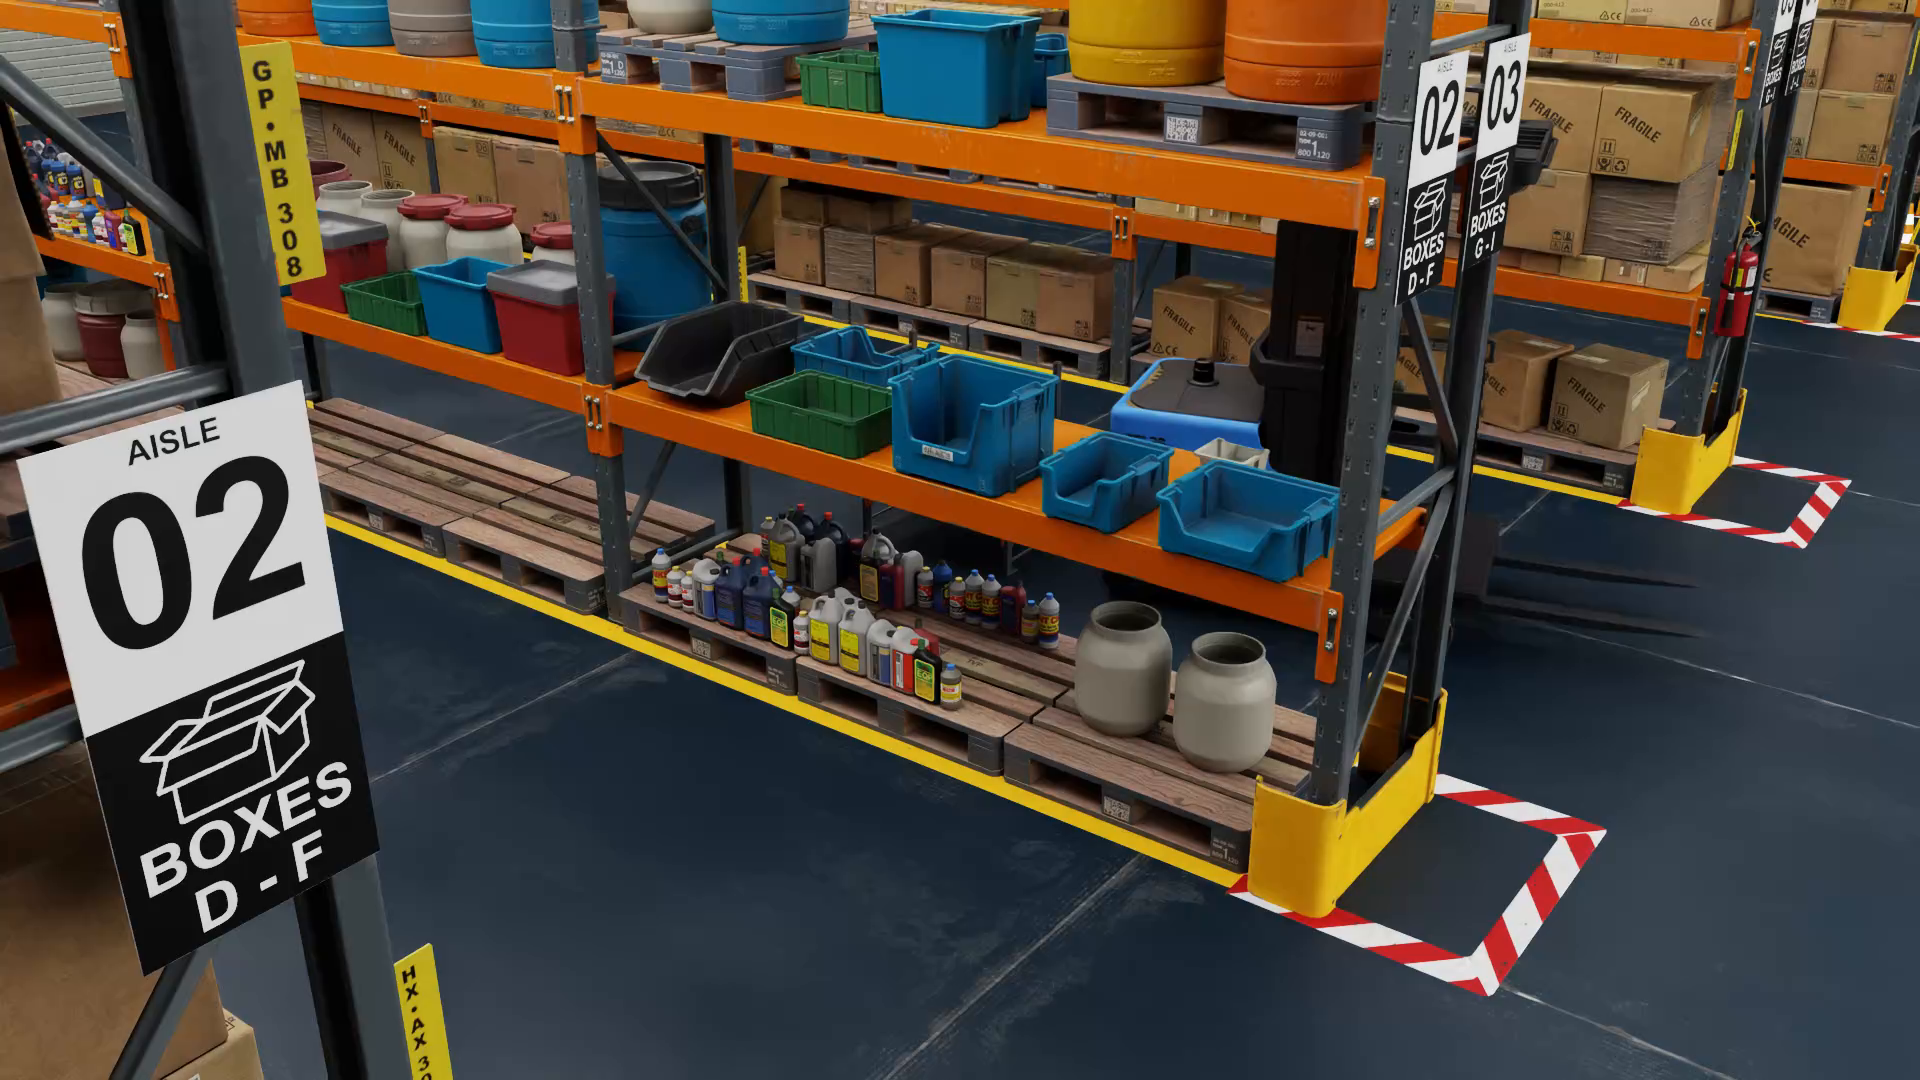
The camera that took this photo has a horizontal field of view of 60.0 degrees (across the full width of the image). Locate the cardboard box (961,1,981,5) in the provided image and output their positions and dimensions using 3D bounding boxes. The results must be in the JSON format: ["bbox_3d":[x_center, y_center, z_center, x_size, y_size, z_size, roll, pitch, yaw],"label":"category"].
[{"bbox_3d":[0.223,-6.012,18.728,0.250,0.149,0.380,18,30,36],"label":"cardboard box"}]

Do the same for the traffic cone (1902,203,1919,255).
[{"bbox_3d":[9.094,-3.008,16.003,0.334,0.463,0.336,17,29,33],"label":"traffic cone"}]

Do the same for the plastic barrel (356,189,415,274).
[{"bbox_3d":[-3.422,-1.830,10.044,0.421,0.512,0.421,0,24,0],"label":"plastic barrel"}]

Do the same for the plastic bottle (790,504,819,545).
[{"bbox_3d":[-0.821,-0.020,8.814,0.185,0.351,0.144,16,28,32],"label":"plastic bottle"}]

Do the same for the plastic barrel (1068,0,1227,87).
[{"bbox_3d":[0.703,-2.012,6.121,0.600,0.588,0.600,0,24,0],"label":"plastic barrel"}]

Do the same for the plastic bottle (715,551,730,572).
[{"bbox_3d":[-1.179,0.202,8.395,0.133,0.283,0.061,17,29,33],"label":"plastic bottle"}]

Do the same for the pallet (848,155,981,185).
[{"bbox_3d":[-0.131,-3.105,13.315,1.213,0.211,1.003,17,29,33],"label":"pallet"}]

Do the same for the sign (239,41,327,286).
[{"bbox_3d":[-0.945,-0.515,2.297,0.005,0.325,0.100,17,29,33],"label":"sign"}]

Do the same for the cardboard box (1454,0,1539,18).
[{"bbox_3d":[3.318,-3.309,10.006,0.500,0.250,0.500,18,29,34],"label":"cardboard box"}]

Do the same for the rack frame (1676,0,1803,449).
[{"bbox_3d":[4.662,-1.724,9.942,0.127,3.000,1.000,17,29,33],"label":"rack frame"}]

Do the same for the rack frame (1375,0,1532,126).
[{"bbox_3d":[1.692,-2.871,5.106,0.127,3.000,1.000,17,29,33],"label":"rack frame"}]

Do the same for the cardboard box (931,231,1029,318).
[{"bbox_3d":[0.165,-2.161,13.488,0.500,0.500,0.700,14,27,29],"label":"cardboard box"}]

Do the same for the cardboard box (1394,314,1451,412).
[{"bbox_3d":[3.184,-1.220,11.377,0.500,0.500,0.500,20,31,38],"label":"cardboard box"}]

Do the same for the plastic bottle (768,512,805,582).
[{"bbox_3d":[-0.907,0.027,8.708,0.185,0.351,0.144,17,29,33],"label":"plastic bottle"}]

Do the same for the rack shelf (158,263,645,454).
[{"bbox_3d":[-3.110,-1.248,9.754,4.000,0.370,1.077,17,29,33],"label":"rack shelf"}]

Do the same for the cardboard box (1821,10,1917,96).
[{"bbox_3d":[7.444,-3.965,13.503,0.550,0.550,0.875,17,29,33],"label":"cardboard box"}]

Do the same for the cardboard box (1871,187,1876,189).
[{"bbox_3d":[9.778,-3.970,17.929,0.500,0.250,0.500,17,29,33],"label":"cardboard box"}]

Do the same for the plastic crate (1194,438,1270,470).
[{"bbox_3d":[1.168,-0.325,7.096,0.250,0.136,0.298,17,29,33],"label":"plastic crate"}]

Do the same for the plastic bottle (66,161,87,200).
[{"bbox_3d":[-6.472,-2.634,12.168,0.097,0.271,0.097,0,24,0],"label":"plastic bottle"}]

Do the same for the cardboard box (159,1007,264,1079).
[{"bbox_3d":[-1.467,0.964,2.913,0.250,0.149,0.380,17,29,33],"label":"cardboard box"}]

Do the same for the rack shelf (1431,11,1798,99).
[{"bbox_3d":[3.062,-3.251,10.580,4.000,0.370,1.077,17,29,33],"label":"rack shelf"}]

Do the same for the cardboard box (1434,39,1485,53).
[{"bbox_3d":[4.792,-4.730,15.239,0.550,0.550,0.875,17,29,33],"label":"cardboard box"}]

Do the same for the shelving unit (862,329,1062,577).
[{"bbox_3d":[-0.005,-0.516,9.527,1.048,1.125,0.538,17,29,33],"label":"shelving unit"}]

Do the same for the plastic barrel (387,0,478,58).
[{"bbox_3d":[-2.570,-2.906,8.284,0.600,0.901,0.600,0,24,0],"label":"plastic barrel"}]

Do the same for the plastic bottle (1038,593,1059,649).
[{"bbox_3d":[0.428,0.382,8.000,0.097,0.271,0.097,0,24,0],"label":"plastic bottle"}]

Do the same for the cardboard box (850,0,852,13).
[{"bbox_3d":[-1.217,-6.118,18.968,0.250,0.149,0.380,16,29,33],"label":"cardboard box"}]

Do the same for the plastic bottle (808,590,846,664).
[{"bbox_3d":[-0.621,0.395,7.873,0.185,0.351,0.144,17,29,33],"label":"plastic bottle"}]

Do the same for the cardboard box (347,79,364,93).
[{"bbox_3d":[-5.998,-4.665,16.930,0.250,0.149,0.380,17,29,34],"label":"cardboard box"}]

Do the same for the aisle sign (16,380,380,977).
[{"bbox_3d":[-1.046,0.199,2.355,0.004,0.787,0.394,17,29,33],"label":"aisle sign"}]

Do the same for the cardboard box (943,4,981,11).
[{"bbox_3d":[0.024,-5.743,18.116,0.250,0.149,0.380,18,29,35],"label":"cardboard box"}]

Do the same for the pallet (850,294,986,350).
[{"bbox_3d":[-0.143,-1.898,13.795,1.213,0.211,1.003,17,29,33],"label":"pallet"}]

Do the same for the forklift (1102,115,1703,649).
[{"bbox_3d":[2.346,-1.015,8.419,3.031,2.935,1.130,9,25,20],"label":"forklift"}]

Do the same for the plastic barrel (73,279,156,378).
[{"bbox_3d":[-6.015,-1.535,11.984,0.708,0.588,0.600,17,29,33],"label":"plastic barrel"}]

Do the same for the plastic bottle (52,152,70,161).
[{"bbox_3d":[-6.706,-2.770,12.470,0.135,0.276,0.152,17,29,33],"label":"plastic bottle"}]

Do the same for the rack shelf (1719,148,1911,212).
[{"bbox_3d":[6.117,-3.454,14.762,4.000,0.370,1.077,17,29,33],"label":"rack shelf"}]

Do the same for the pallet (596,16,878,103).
[{"bbox_3d":[-0.873,-2.236,7.620,1.003,0.211,1.213,17,29,33],"label":"pallet"}]

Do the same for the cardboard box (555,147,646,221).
[{"bbox_3d":[-2.988,-3.270,15.566,0.875,0.875,1.225,17,29,33],"label":"cardboard box"}]

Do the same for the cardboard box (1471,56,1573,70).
[{"bbox_3d":[3.589,-2.828,10.715,0.500,0.500,0.500,17,29,33],"label":"cardboard box"}]

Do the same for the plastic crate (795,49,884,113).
[{"bbox_3d":[-0.410,-1.900,6.884,0.450,0.188,0.336,17,29,33],"label":"plastic crate"}]

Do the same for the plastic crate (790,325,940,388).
[{"bbox_3d":[-0.461,-0.845,8.132,0.616,0.251,0.499,17,29,33],"label":"plastic crate"}]

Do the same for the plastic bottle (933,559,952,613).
[{"bbox_3d":[-0.089,0.226,8.354,0.097,0.271,0.097,0,24,0],"label":"plastic bottle"}]

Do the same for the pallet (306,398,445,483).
[{"bbox_3d":[-4.113,-0.585,10.815,1.213,0.211,1.003,17,29,33],"label":"pallet"}]

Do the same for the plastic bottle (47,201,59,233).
[{"bbox_3d":[-6.101,-2.184,11.233,0.097,0.201,0.097,0,24,0],"label":"plastic bottle"}]

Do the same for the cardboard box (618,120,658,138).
[{"bbox_3d":[-2.678,-3.866,14.680,0.500,0.500,0.500,17,29,33],"label":"cardboard box"}]

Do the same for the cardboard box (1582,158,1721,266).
[{"bbox_3d":[4.238,-2.048,10.184,0.500,0.500,0.875,17,29,33],"label":"cardboard box"}]

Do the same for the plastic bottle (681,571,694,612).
[{"bbox_3d":[-1.354,0.254,8.379,0.097,0.201,0.097,0,24,0],"label":"plastic bottle"}]

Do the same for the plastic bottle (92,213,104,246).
[{"bbox_3d":[-5.633,-2.043,10.913,0.097,0.201,0.097,0,24,0],"label":"plastic bottle"}]

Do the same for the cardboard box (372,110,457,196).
[{"bbox_3d":[-5.420,-4.031,17.293,0.875,0.875,0.875,17,29,33],"label":"cardboard box"}]

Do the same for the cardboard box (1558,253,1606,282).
[{"bbox_3d":[3.880,-1.716,10.236,0.250,0.149,0.380,17,29,33],"label":"cardboard box"}]

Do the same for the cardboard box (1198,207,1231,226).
[{"bbox_3d":[1.862,-2.311,11.587,0.250,0.149,0.380,17,29,33],"label":"cardboard box"}]
